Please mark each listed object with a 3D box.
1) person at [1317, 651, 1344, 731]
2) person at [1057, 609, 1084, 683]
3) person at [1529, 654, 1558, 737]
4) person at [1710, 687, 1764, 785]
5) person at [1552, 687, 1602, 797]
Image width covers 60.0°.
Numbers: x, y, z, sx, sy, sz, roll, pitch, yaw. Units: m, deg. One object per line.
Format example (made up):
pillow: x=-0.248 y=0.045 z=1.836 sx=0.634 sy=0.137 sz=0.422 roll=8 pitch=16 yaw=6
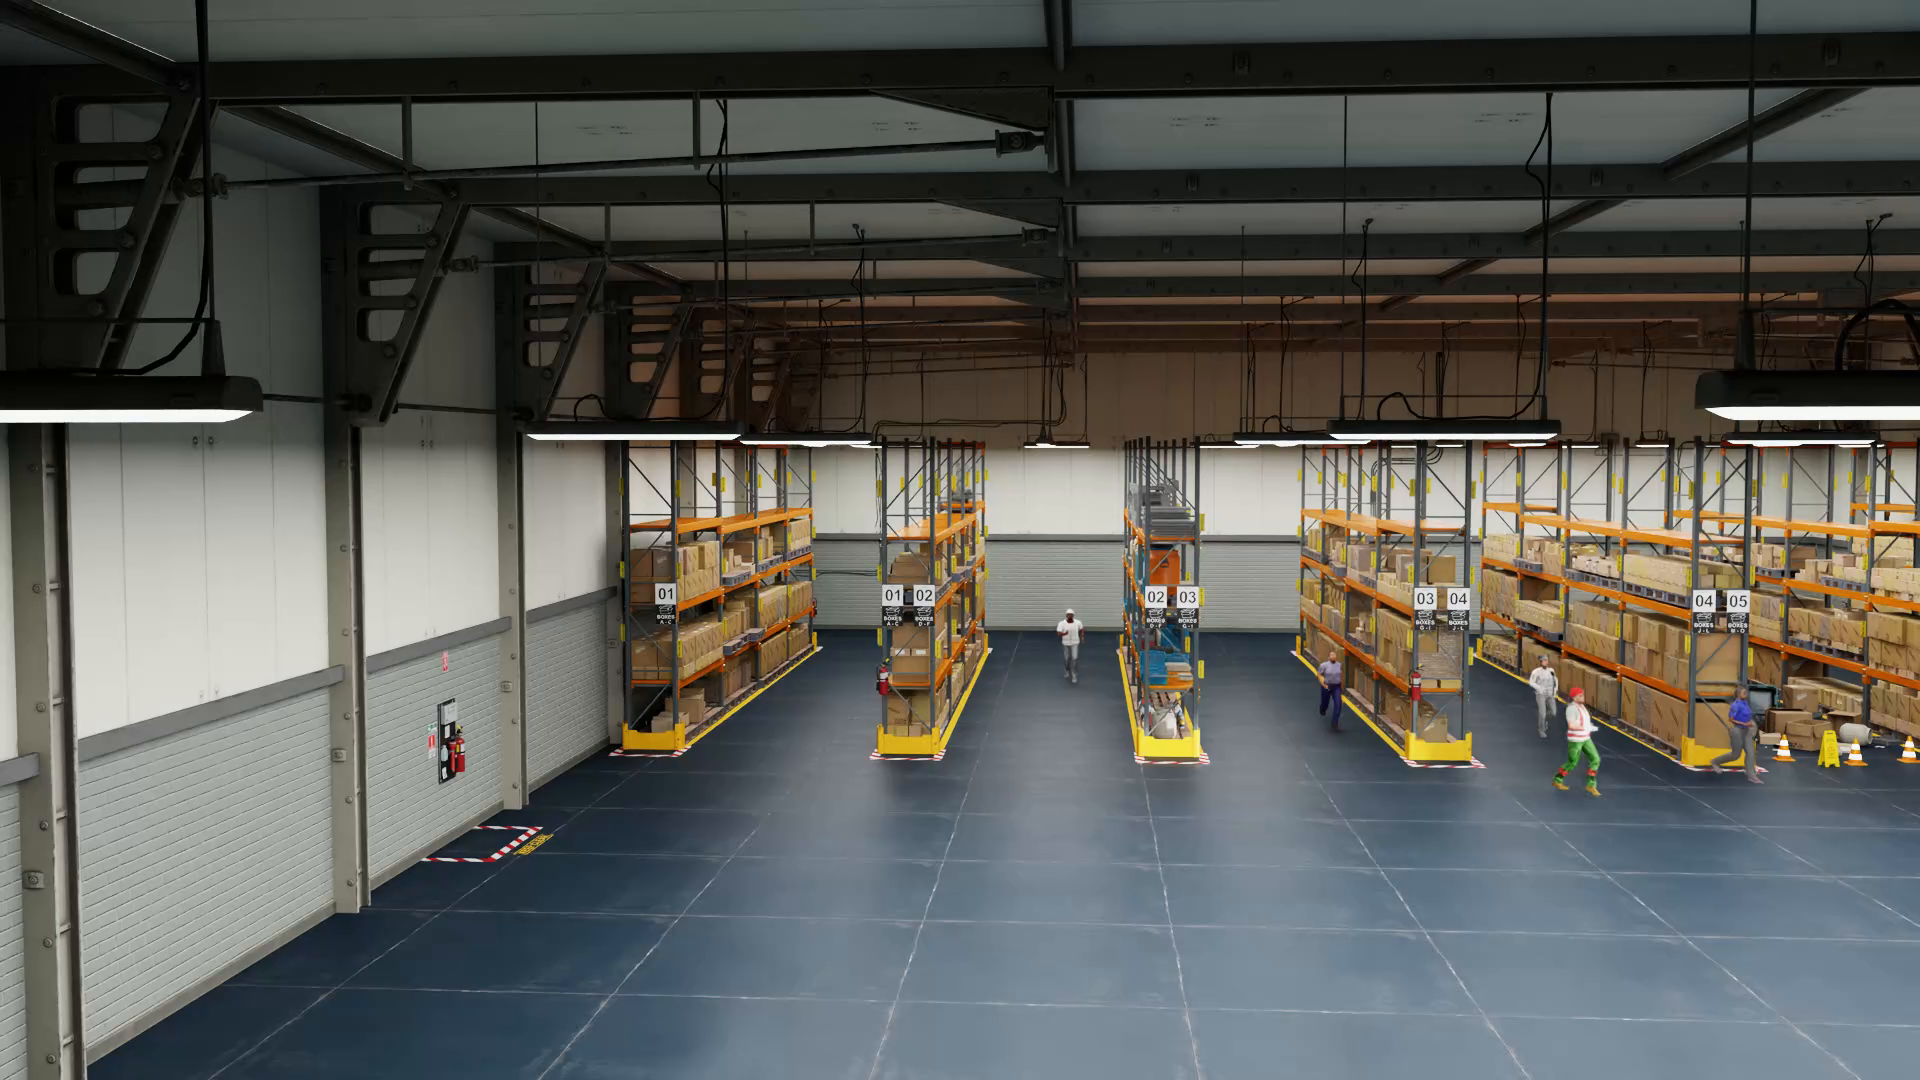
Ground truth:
person: x=7.696 y=3.102 z=34.476 sx=0.593 sy=1.630 sz=0.913 roll=0 pitch=3 yaw=1
person: x=2.746 y=2.620 z=41.360 sx=0.676 sy=1.825 sz=0.791 roll=0 pitch=3 yaw=3
person: x=11.738 y=3.112 z=33.360 sx=0.658 sy=1.665 sz=0.561 roll=0 pitch=3 yaw=-6
person: x=13.454 y=3.360 z=28.727 sx=0.586 sy=1.643 sz=0.908 roll=-2 pitch=4 yaw=-38
person: x=10.300 y=3.355 z=27.729 sx=0.662 sy=1.820 sz=0.796 roll=-3 pitch=4 yaw=-41
